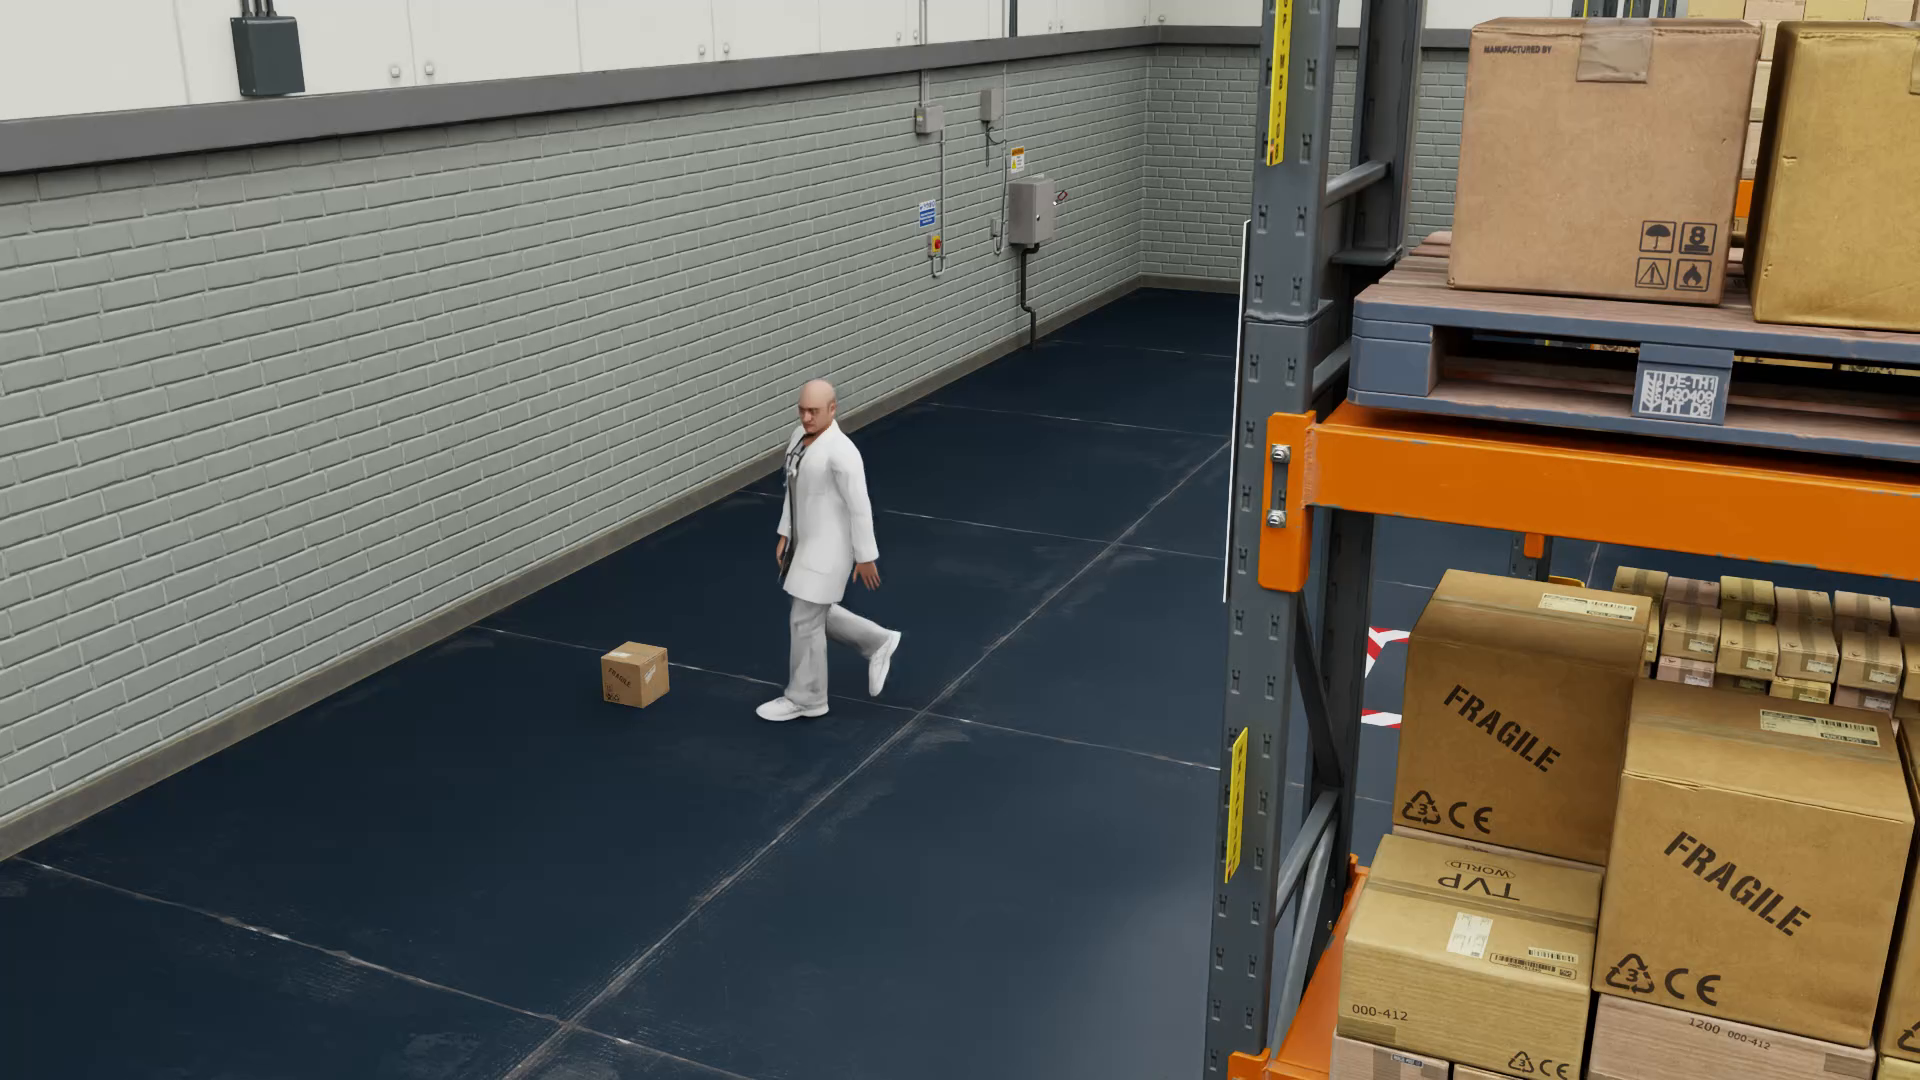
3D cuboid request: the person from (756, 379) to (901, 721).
[{"bbox_3d":[-0.669,0.043,8.445,0.817,1.766,0.576,-8,20,-21],"label":"person"}]
